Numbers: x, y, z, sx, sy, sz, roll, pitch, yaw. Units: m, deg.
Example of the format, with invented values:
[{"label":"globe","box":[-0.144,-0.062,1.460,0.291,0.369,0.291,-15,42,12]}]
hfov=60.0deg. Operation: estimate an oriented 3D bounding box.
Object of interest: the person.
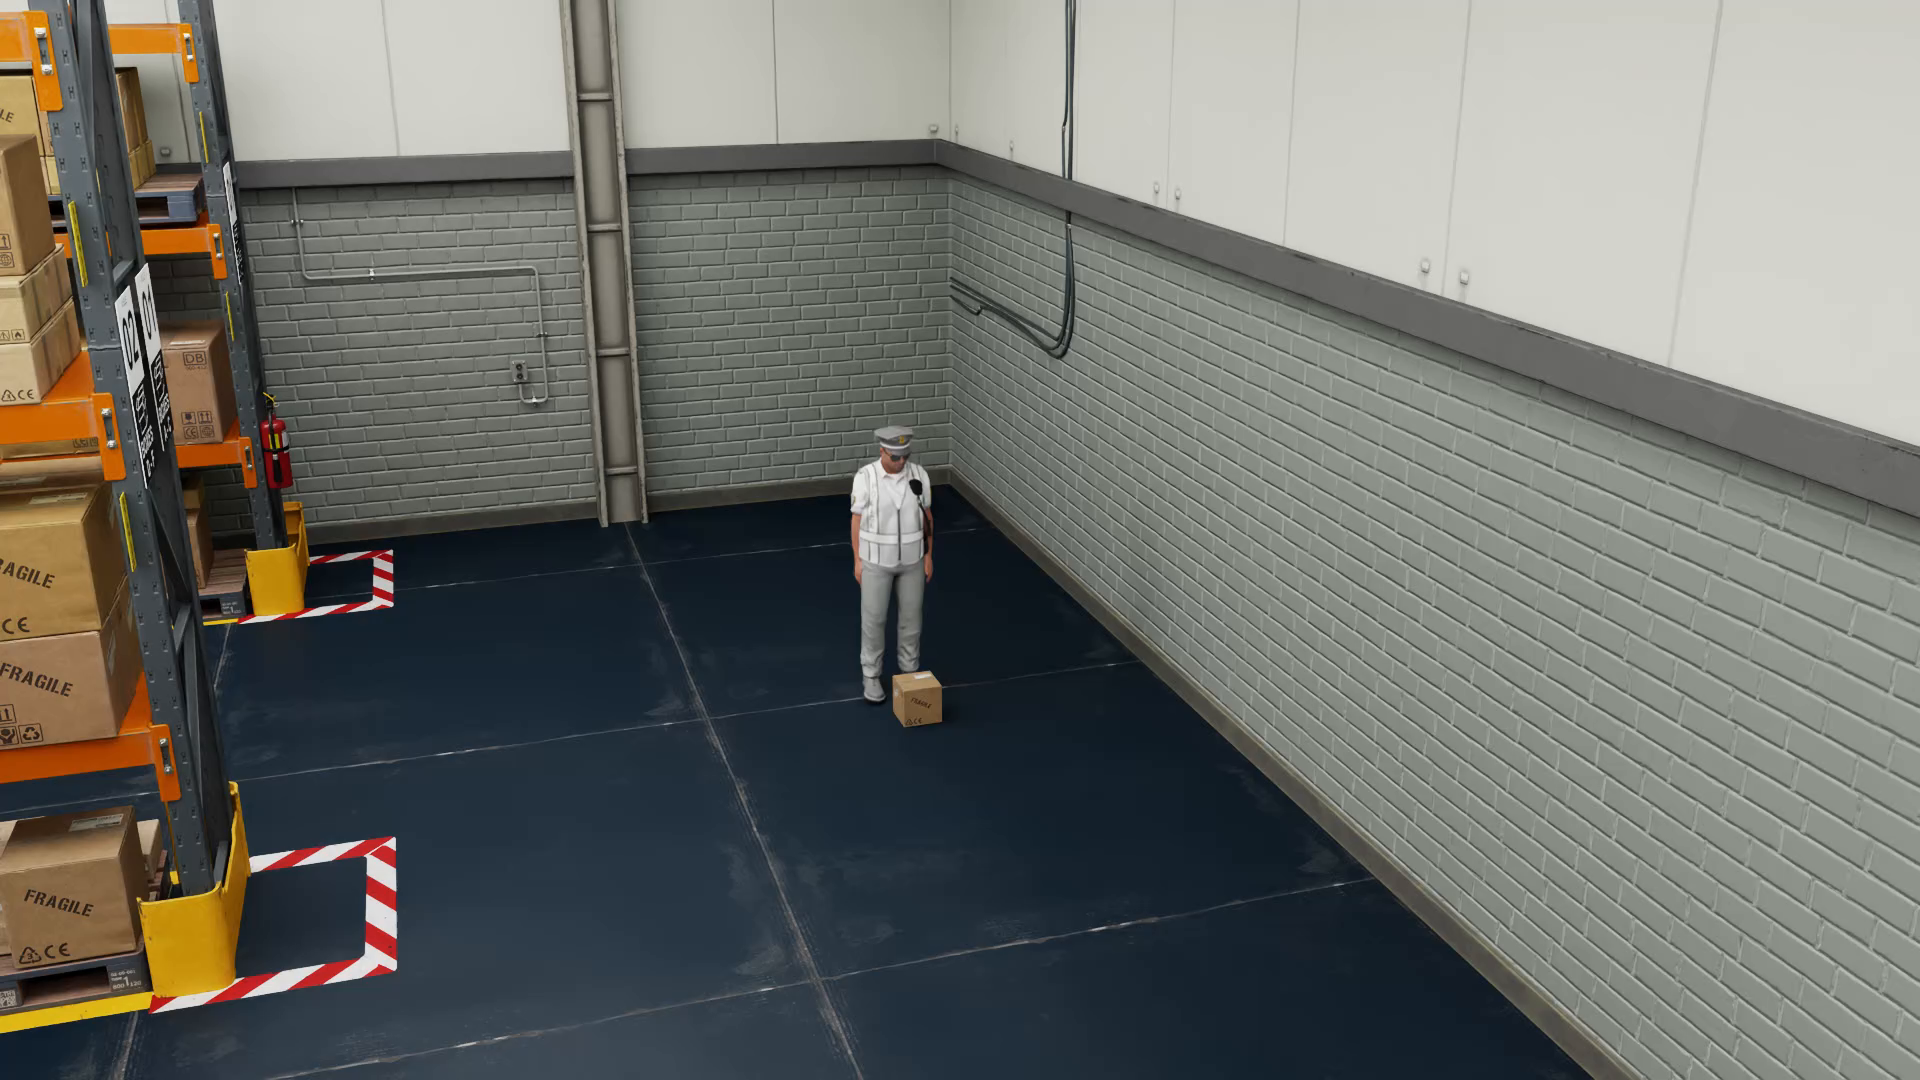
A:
[{"label":"person","box":[-0.411,0.135,10.643,0.535,1.752,0.438,-6,20,-17]}]
